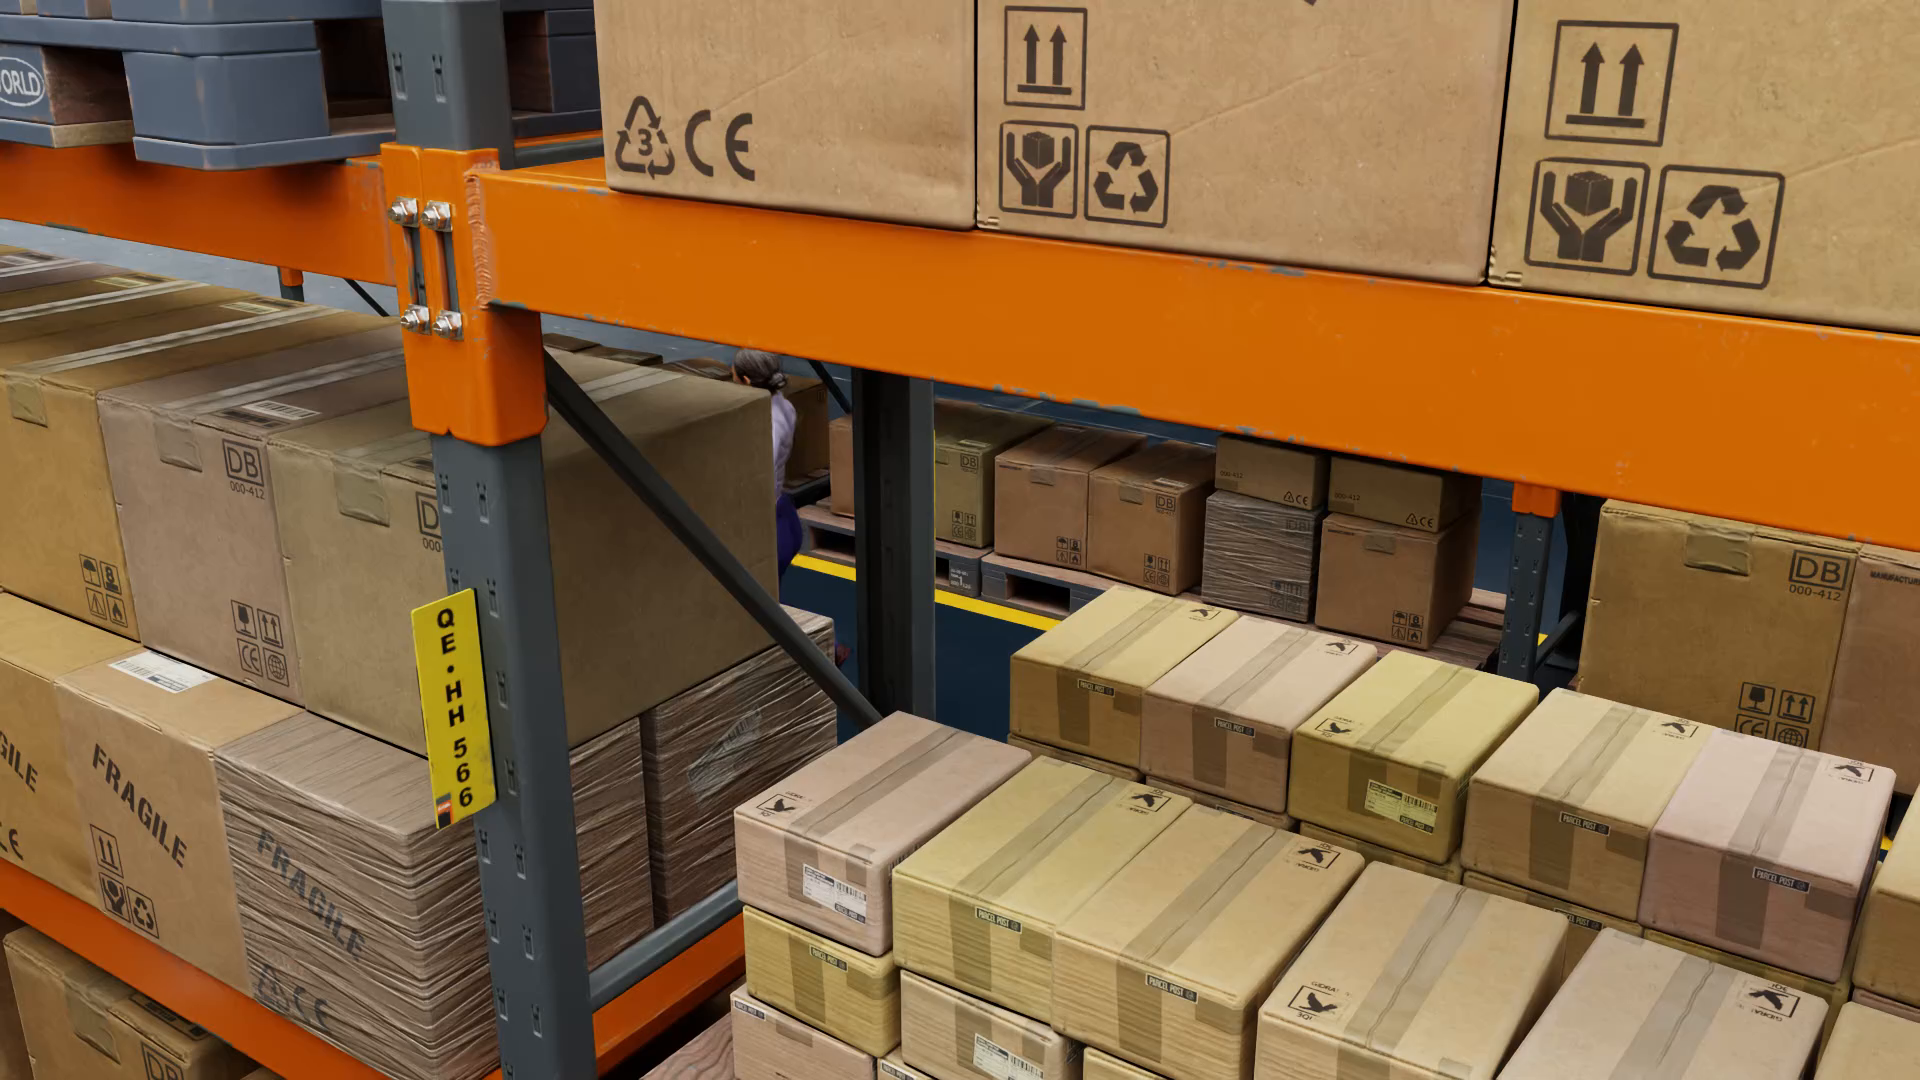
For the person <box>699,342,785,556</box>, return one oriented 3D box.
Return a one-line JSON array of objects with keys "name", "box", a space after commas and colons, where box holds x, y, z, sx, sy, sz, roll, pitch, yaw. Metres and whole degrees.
[{"name": "person", "box": [-0.987, 0.012, 6.629, 0.458, 1.678, 0.528, 9, 22, 23]}]
